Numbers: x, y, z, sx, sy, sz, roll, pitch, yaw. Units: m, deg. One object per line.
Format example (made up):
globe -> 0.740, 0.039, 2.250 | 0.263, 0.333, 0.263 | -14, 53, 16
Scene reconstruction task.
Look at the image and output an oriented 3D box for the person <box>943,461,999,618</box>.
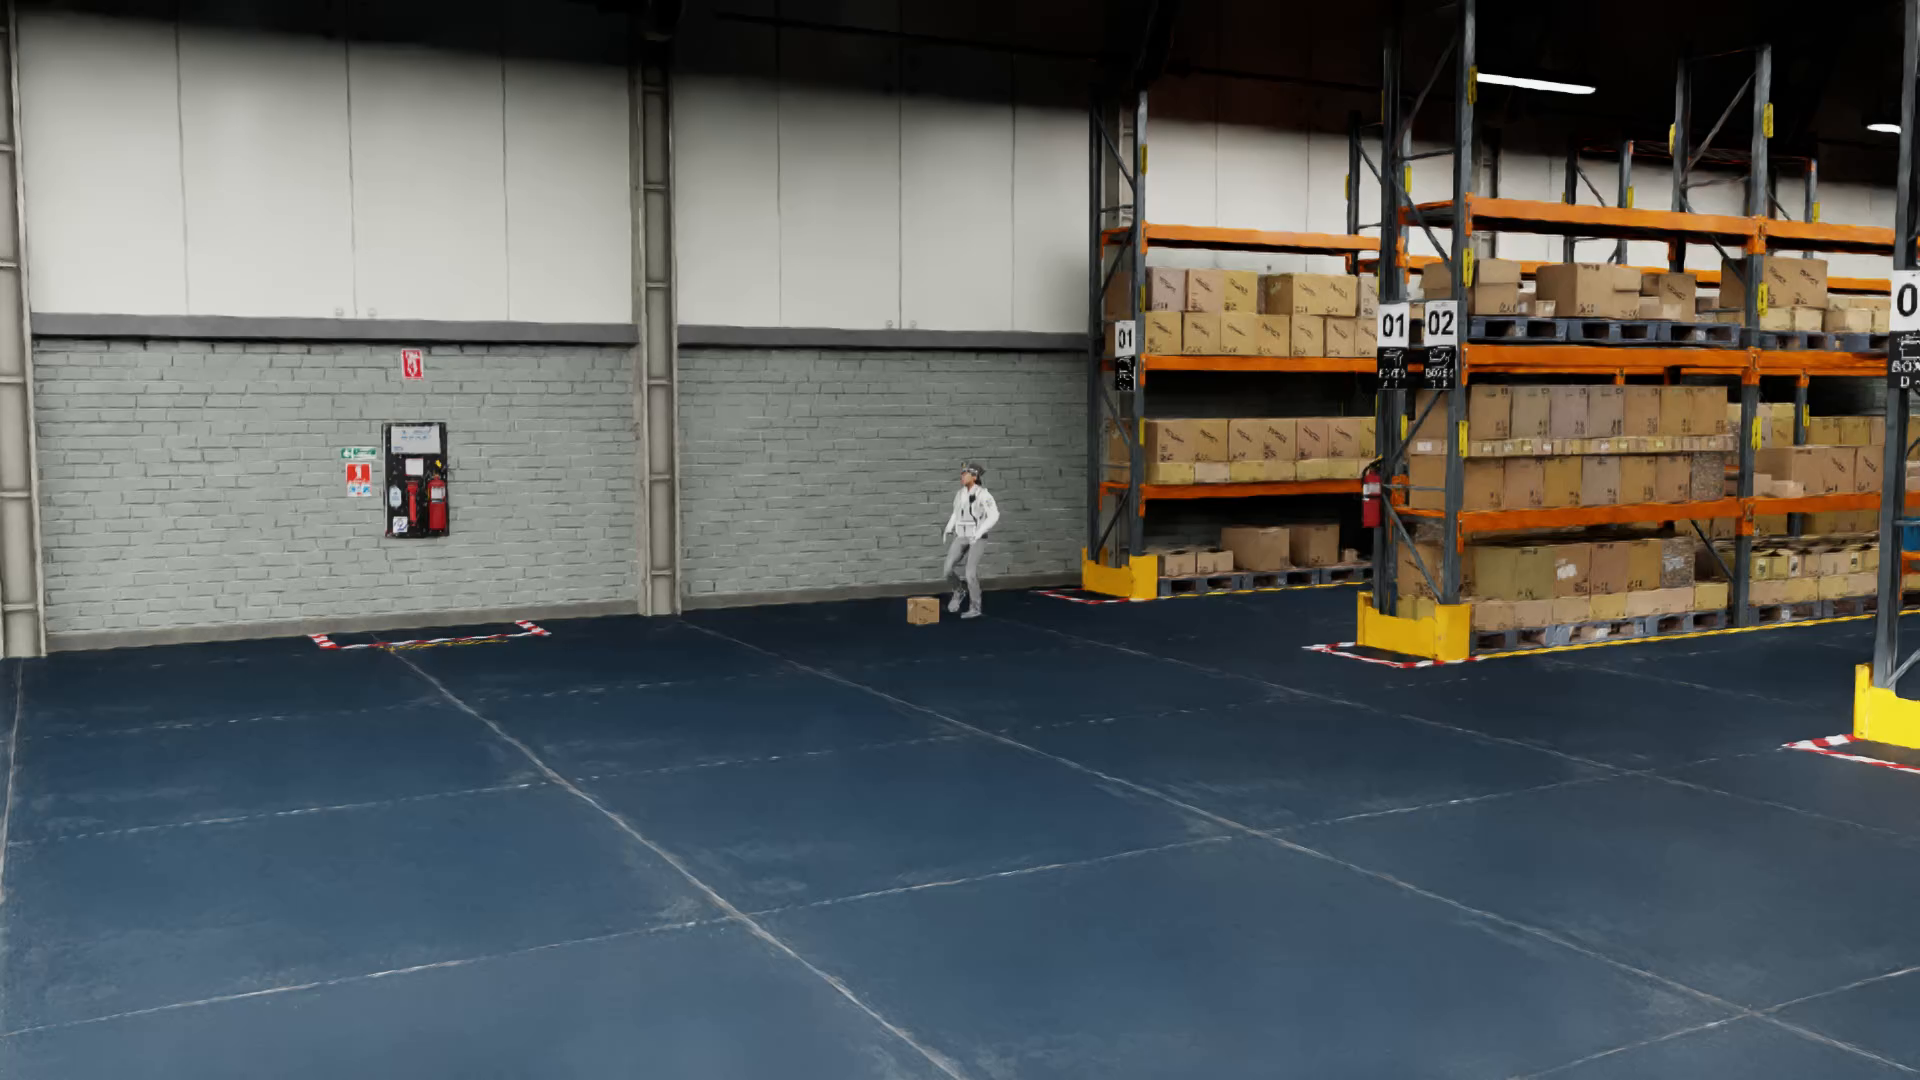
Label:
person -> 0.097, -0.005, 17.601 | 0.661, 1.667, 0.465 | 3, 6, 33
